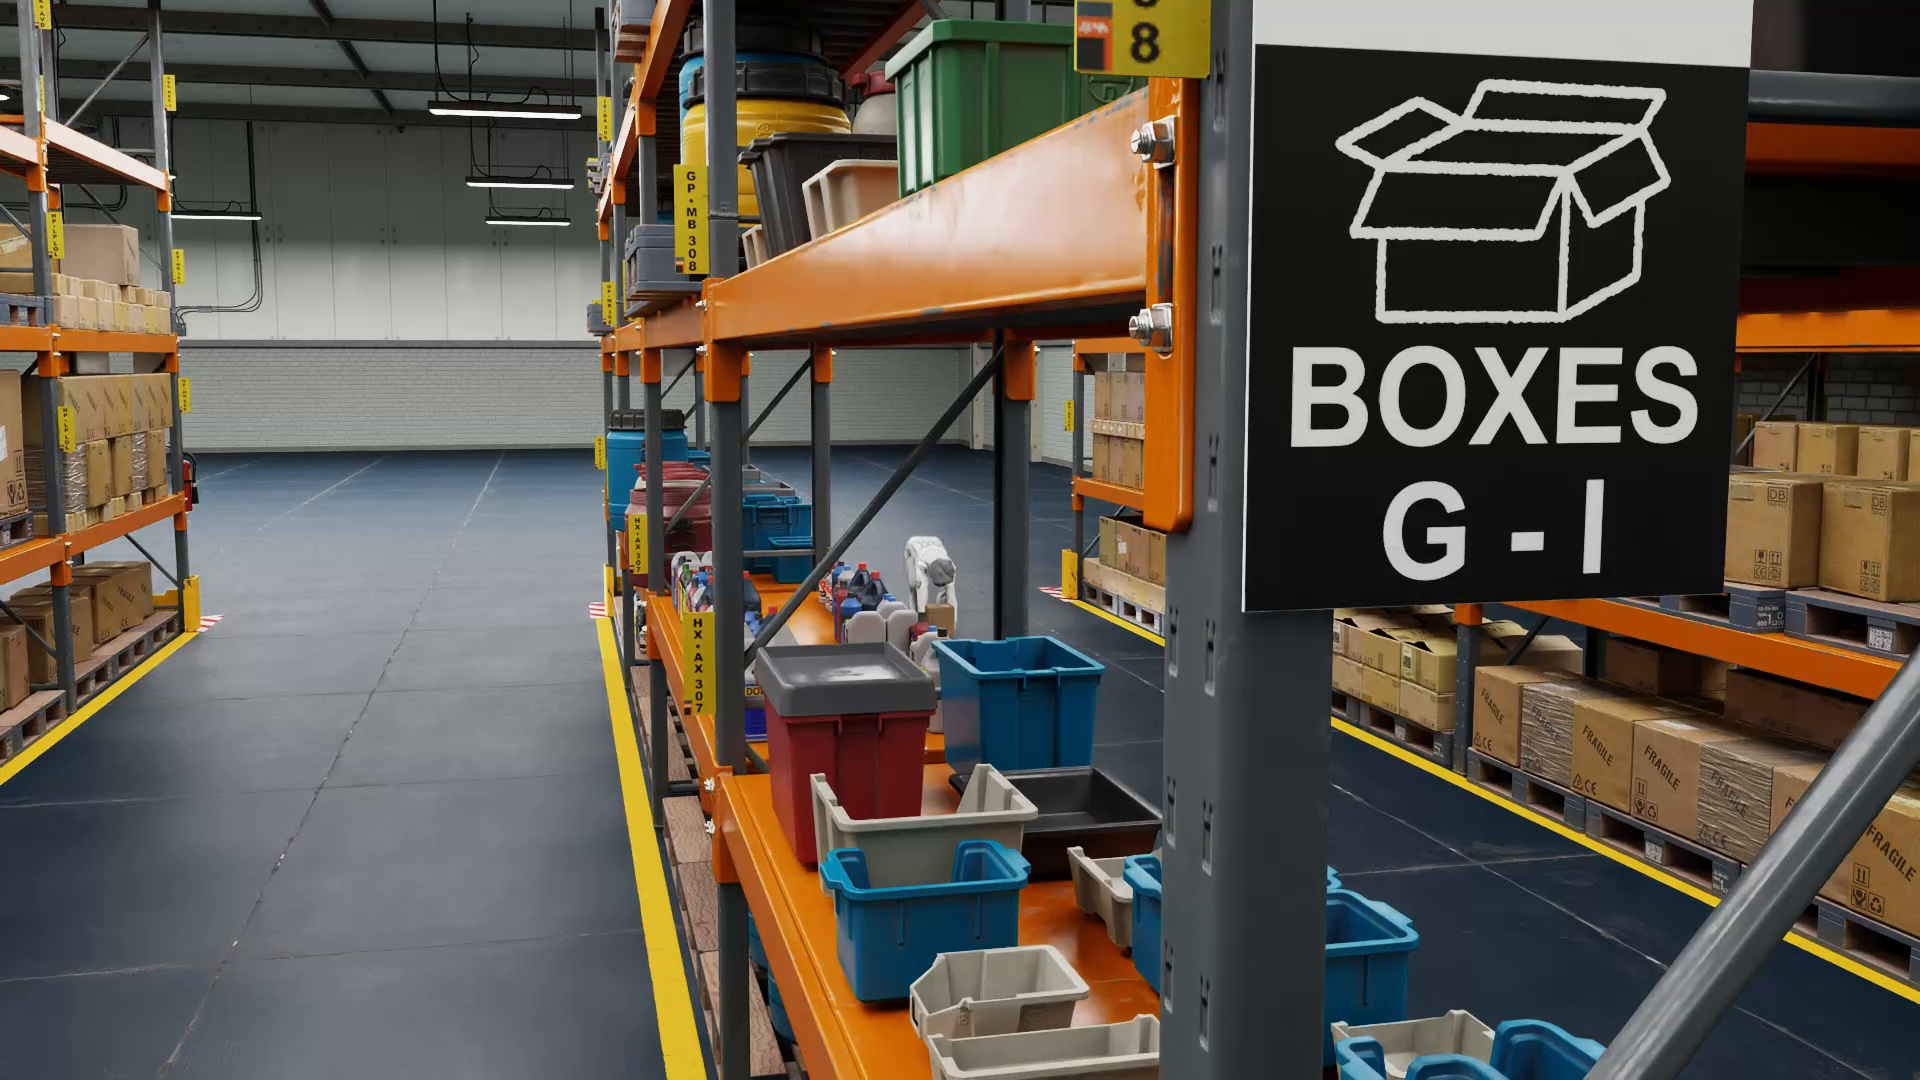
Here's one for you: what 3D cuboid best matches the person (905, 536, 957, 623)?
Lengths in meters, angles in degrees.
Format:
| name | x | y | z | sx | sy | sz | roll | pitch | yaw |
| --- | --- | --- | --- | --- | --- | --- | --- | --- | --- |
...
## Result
| name | x | y | z | sx | sy | sz | roll | pitch | yaw |
| --- | --- | --- | --- | --- | --- | --- | --- | --- | --- |
| person | -0.259 | 0.427 | 15.835 | 0.455 | 0.889 | 0.880 | -2 | 6 | -16 |
